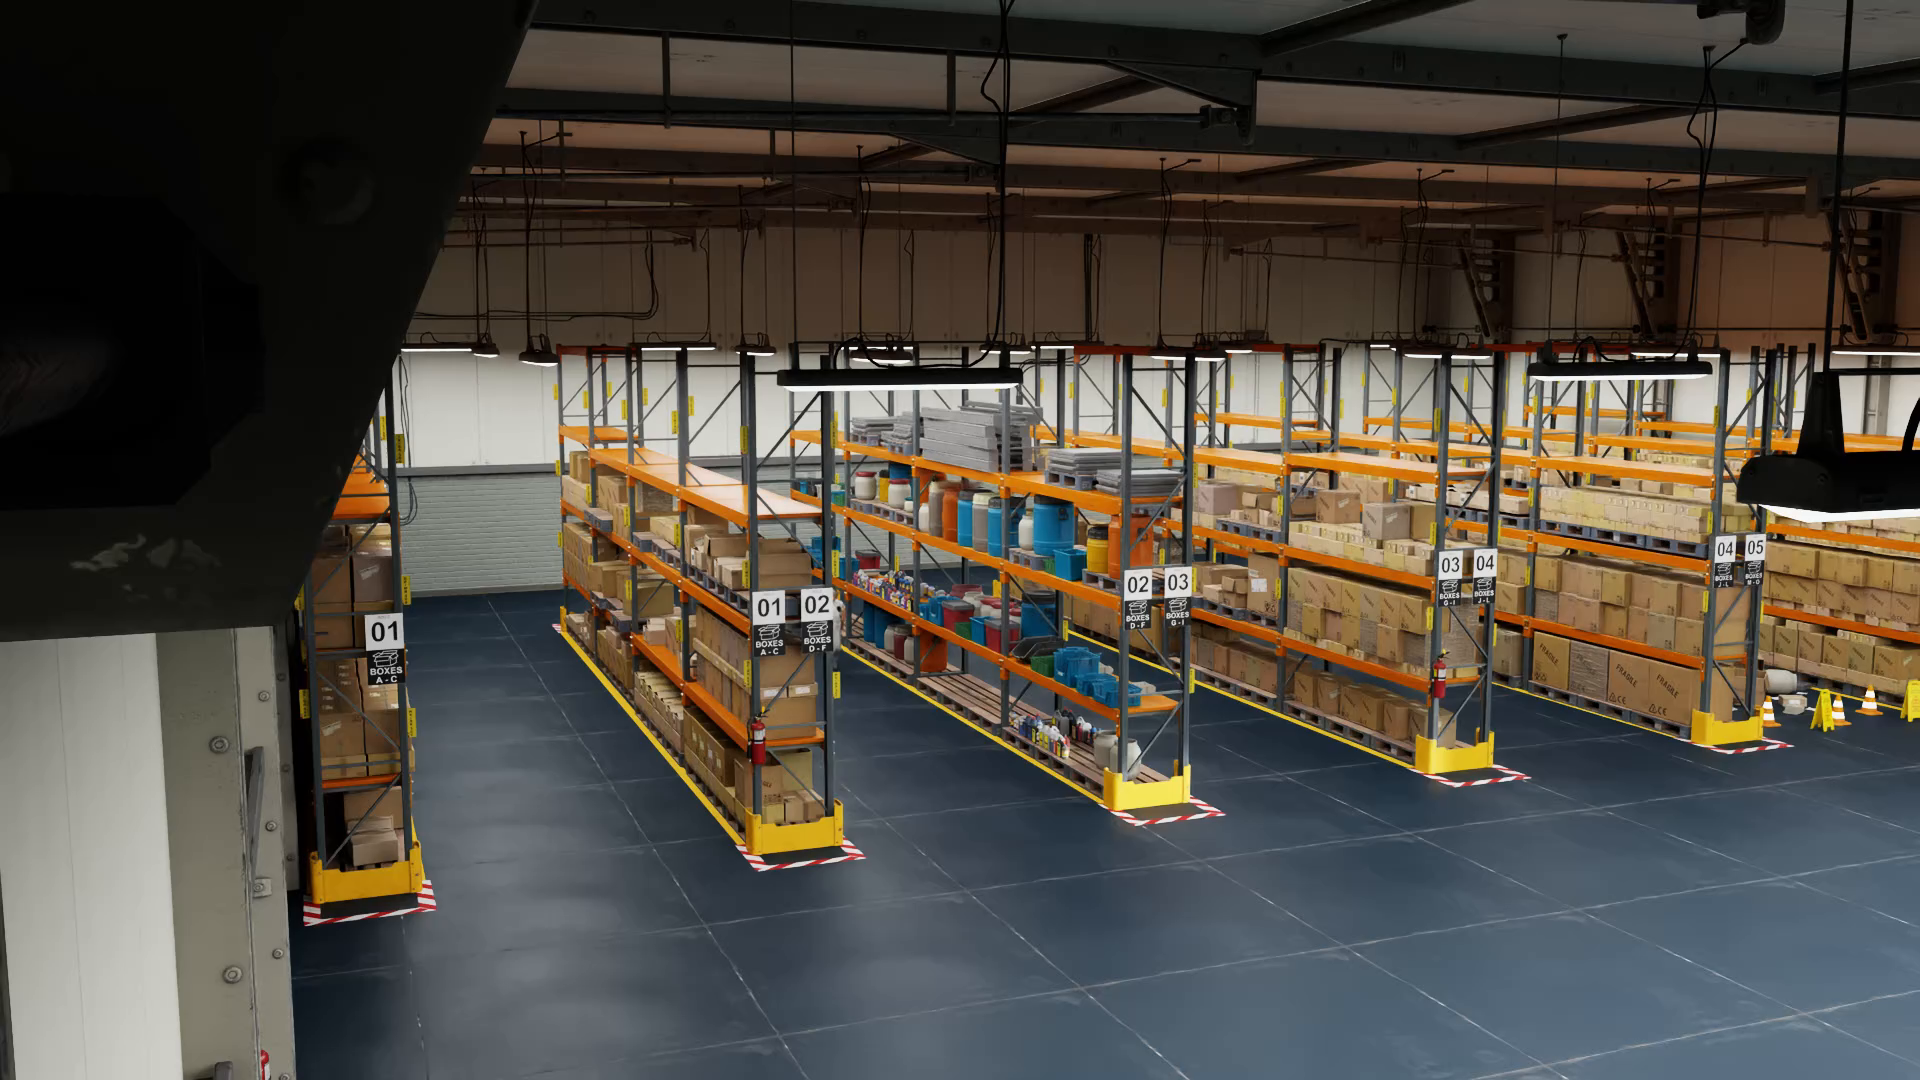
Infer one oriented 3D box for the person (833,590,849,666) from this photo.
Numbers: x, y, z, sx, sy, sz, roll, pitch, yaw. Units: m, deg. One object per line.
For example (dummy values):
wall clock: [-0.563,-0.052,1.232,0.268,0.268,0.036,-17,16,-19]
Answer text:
person: [-2.311,1.672,30.251,0.604,1.572,0.913,-3,8,-21]
